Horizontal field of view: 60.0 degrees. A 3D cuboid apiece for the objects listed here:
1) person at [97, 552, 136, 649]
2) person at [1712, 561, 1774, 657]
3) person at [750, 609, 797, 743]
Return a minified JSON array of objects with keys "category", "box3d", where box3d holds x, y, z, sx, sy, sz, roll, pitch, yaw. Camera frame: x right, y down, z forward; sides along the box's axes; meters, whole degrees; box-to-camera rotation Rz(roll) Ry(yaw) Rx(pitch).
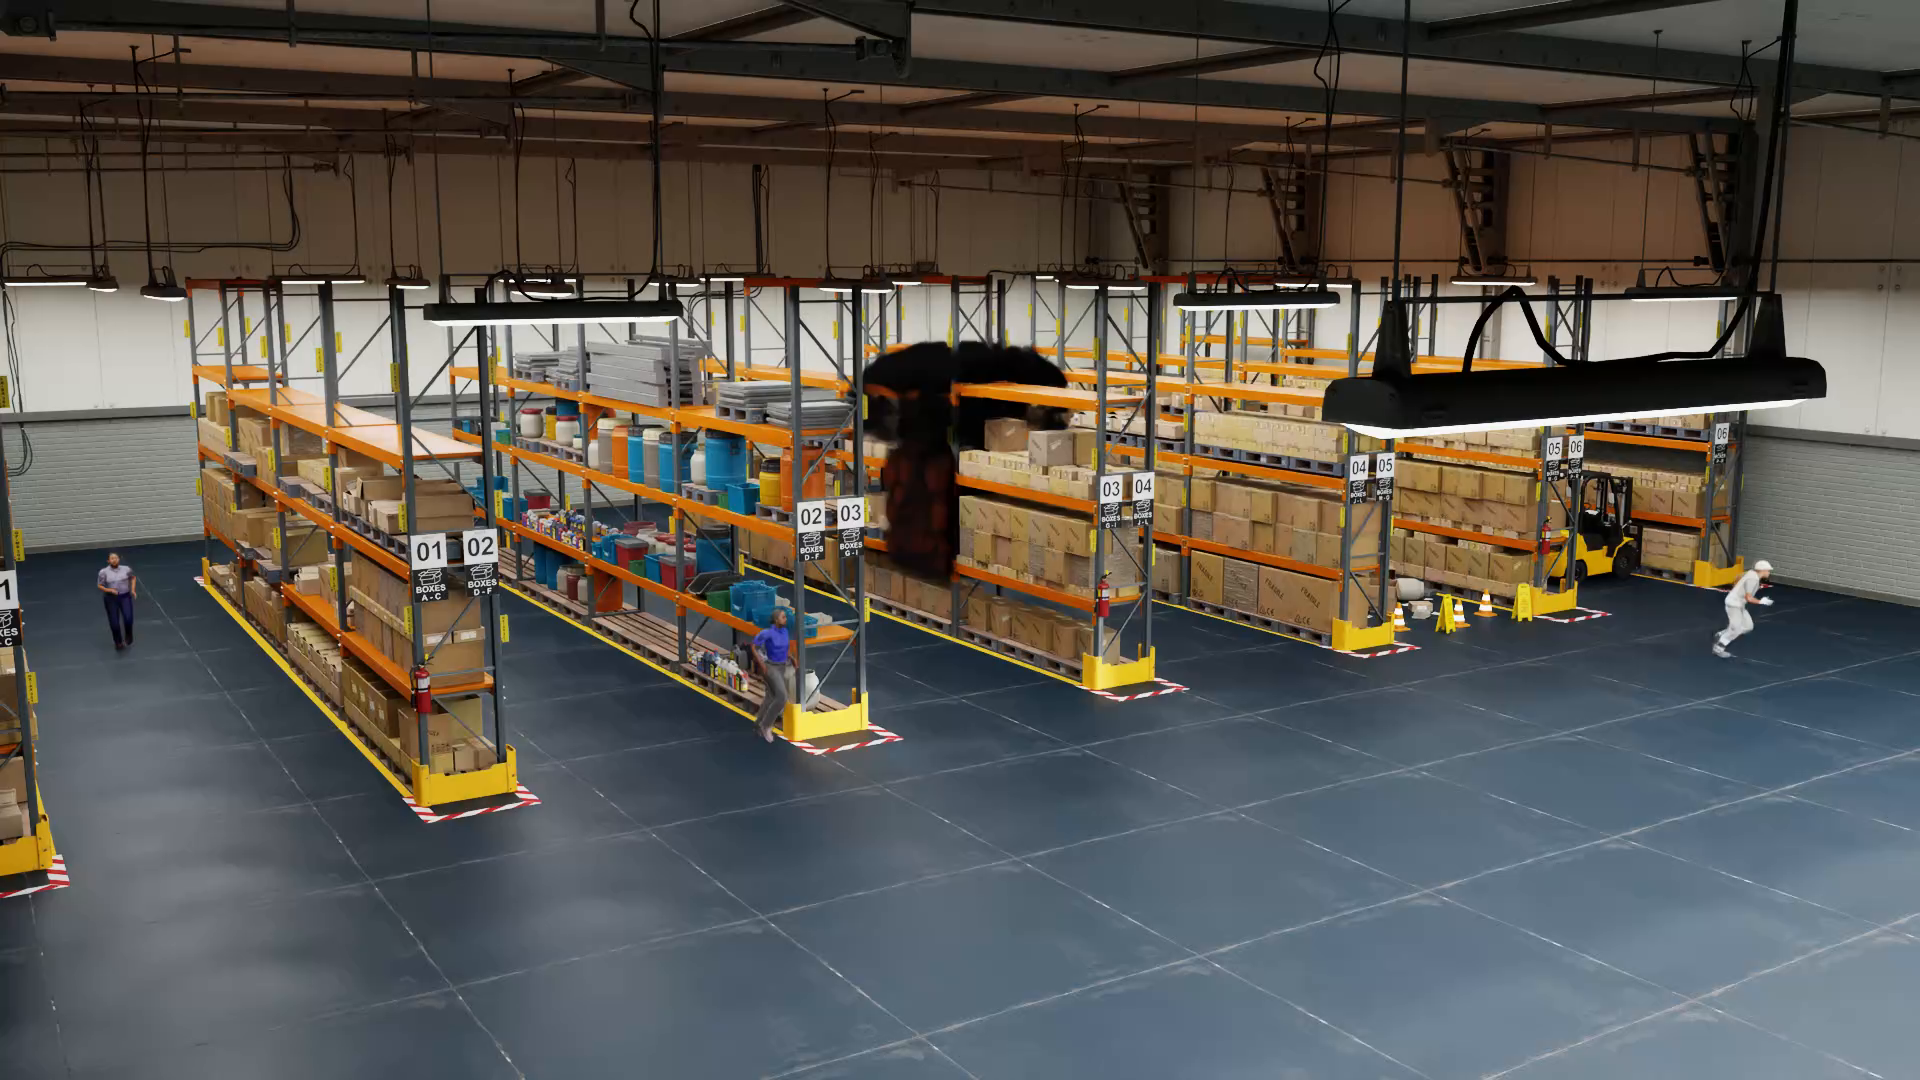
[{"category":"person","box3d":[-13.768,0.997,27.226,0.592,1.609,0.577,-6,11,-31]},{"category":"person","box3d":[12.584,1.095,26.695,0.830,1.602,0.696,4,11,25]},{"category":"person","box3d":[-2.344,1.724,21.307,0.597,1.685,0.557,4,11,25]}]
